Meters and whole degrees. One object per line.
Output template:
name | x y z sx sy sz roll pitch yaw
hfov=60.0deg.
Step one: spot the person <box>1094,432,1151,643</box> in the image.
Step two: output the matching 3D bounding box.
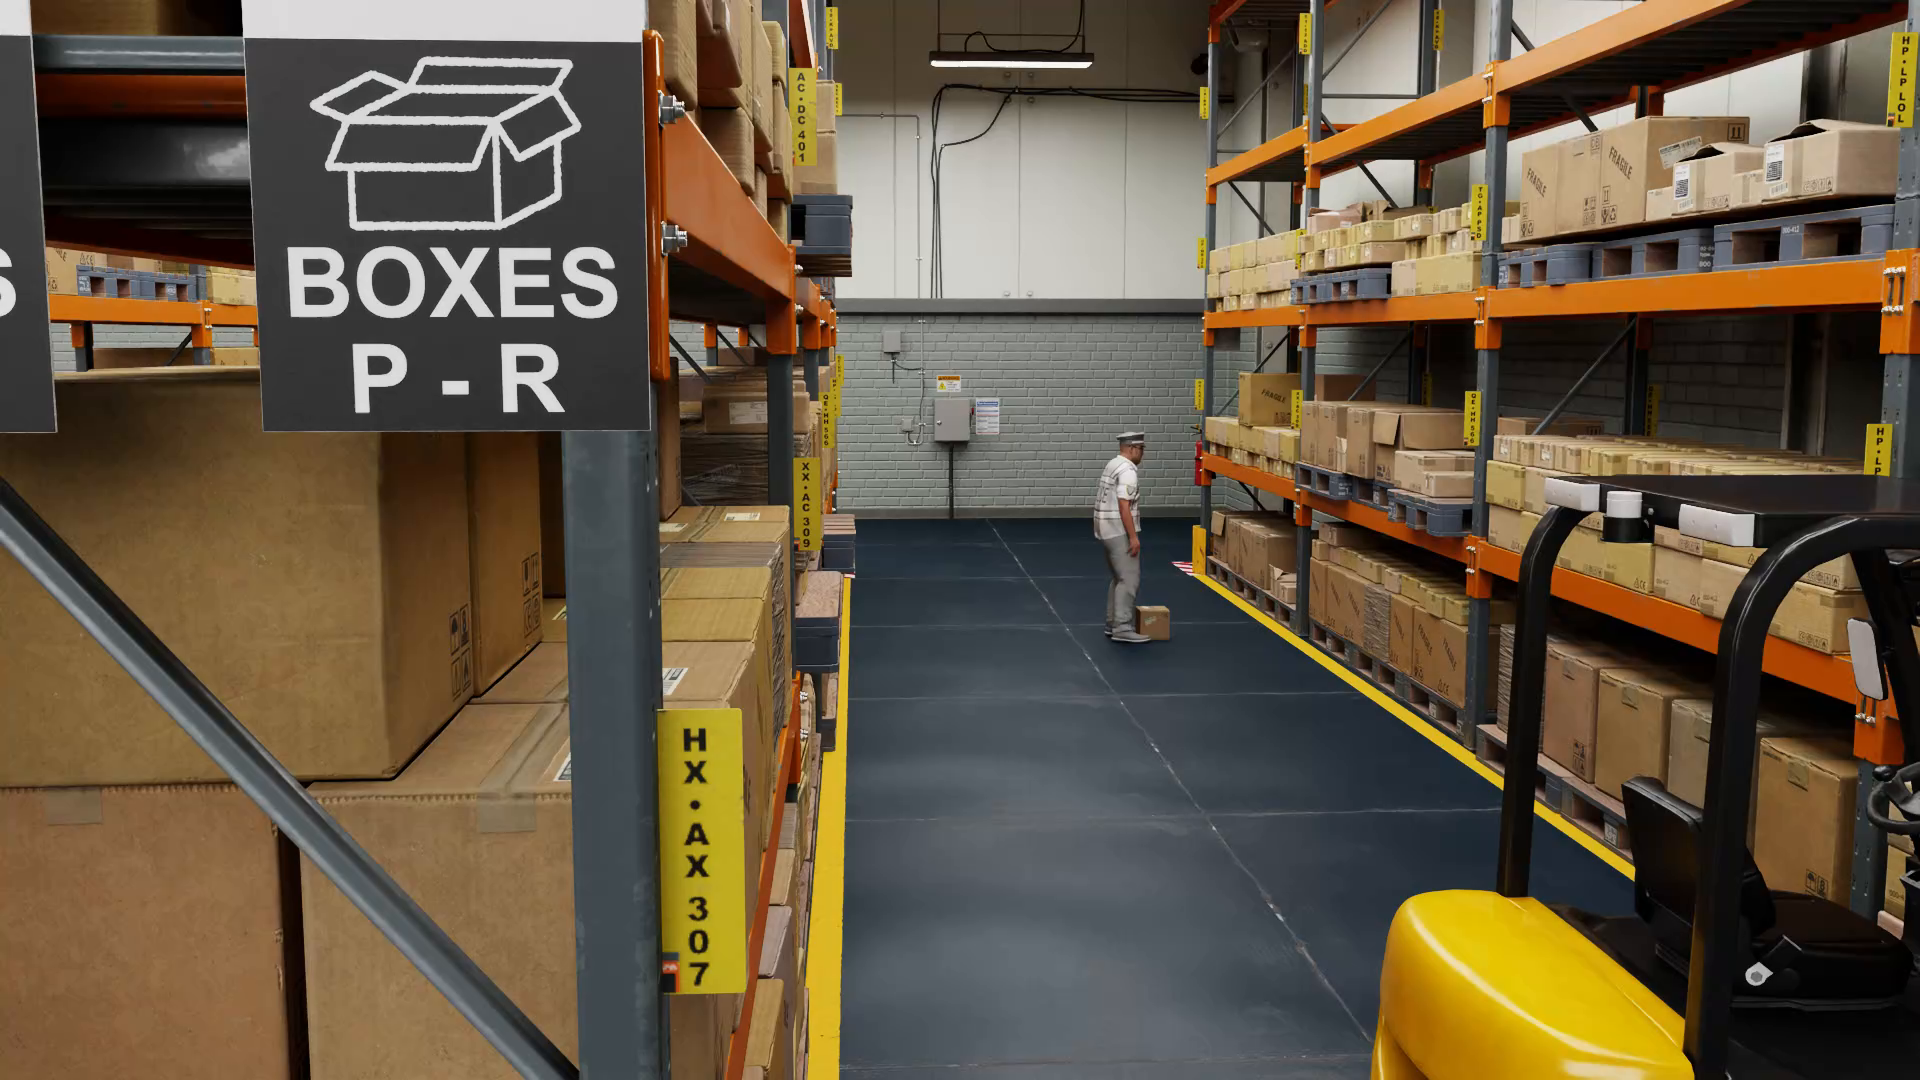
person | 1.359 -0.037 14.025 0.439 1.747 0.604 -1 7 -7
